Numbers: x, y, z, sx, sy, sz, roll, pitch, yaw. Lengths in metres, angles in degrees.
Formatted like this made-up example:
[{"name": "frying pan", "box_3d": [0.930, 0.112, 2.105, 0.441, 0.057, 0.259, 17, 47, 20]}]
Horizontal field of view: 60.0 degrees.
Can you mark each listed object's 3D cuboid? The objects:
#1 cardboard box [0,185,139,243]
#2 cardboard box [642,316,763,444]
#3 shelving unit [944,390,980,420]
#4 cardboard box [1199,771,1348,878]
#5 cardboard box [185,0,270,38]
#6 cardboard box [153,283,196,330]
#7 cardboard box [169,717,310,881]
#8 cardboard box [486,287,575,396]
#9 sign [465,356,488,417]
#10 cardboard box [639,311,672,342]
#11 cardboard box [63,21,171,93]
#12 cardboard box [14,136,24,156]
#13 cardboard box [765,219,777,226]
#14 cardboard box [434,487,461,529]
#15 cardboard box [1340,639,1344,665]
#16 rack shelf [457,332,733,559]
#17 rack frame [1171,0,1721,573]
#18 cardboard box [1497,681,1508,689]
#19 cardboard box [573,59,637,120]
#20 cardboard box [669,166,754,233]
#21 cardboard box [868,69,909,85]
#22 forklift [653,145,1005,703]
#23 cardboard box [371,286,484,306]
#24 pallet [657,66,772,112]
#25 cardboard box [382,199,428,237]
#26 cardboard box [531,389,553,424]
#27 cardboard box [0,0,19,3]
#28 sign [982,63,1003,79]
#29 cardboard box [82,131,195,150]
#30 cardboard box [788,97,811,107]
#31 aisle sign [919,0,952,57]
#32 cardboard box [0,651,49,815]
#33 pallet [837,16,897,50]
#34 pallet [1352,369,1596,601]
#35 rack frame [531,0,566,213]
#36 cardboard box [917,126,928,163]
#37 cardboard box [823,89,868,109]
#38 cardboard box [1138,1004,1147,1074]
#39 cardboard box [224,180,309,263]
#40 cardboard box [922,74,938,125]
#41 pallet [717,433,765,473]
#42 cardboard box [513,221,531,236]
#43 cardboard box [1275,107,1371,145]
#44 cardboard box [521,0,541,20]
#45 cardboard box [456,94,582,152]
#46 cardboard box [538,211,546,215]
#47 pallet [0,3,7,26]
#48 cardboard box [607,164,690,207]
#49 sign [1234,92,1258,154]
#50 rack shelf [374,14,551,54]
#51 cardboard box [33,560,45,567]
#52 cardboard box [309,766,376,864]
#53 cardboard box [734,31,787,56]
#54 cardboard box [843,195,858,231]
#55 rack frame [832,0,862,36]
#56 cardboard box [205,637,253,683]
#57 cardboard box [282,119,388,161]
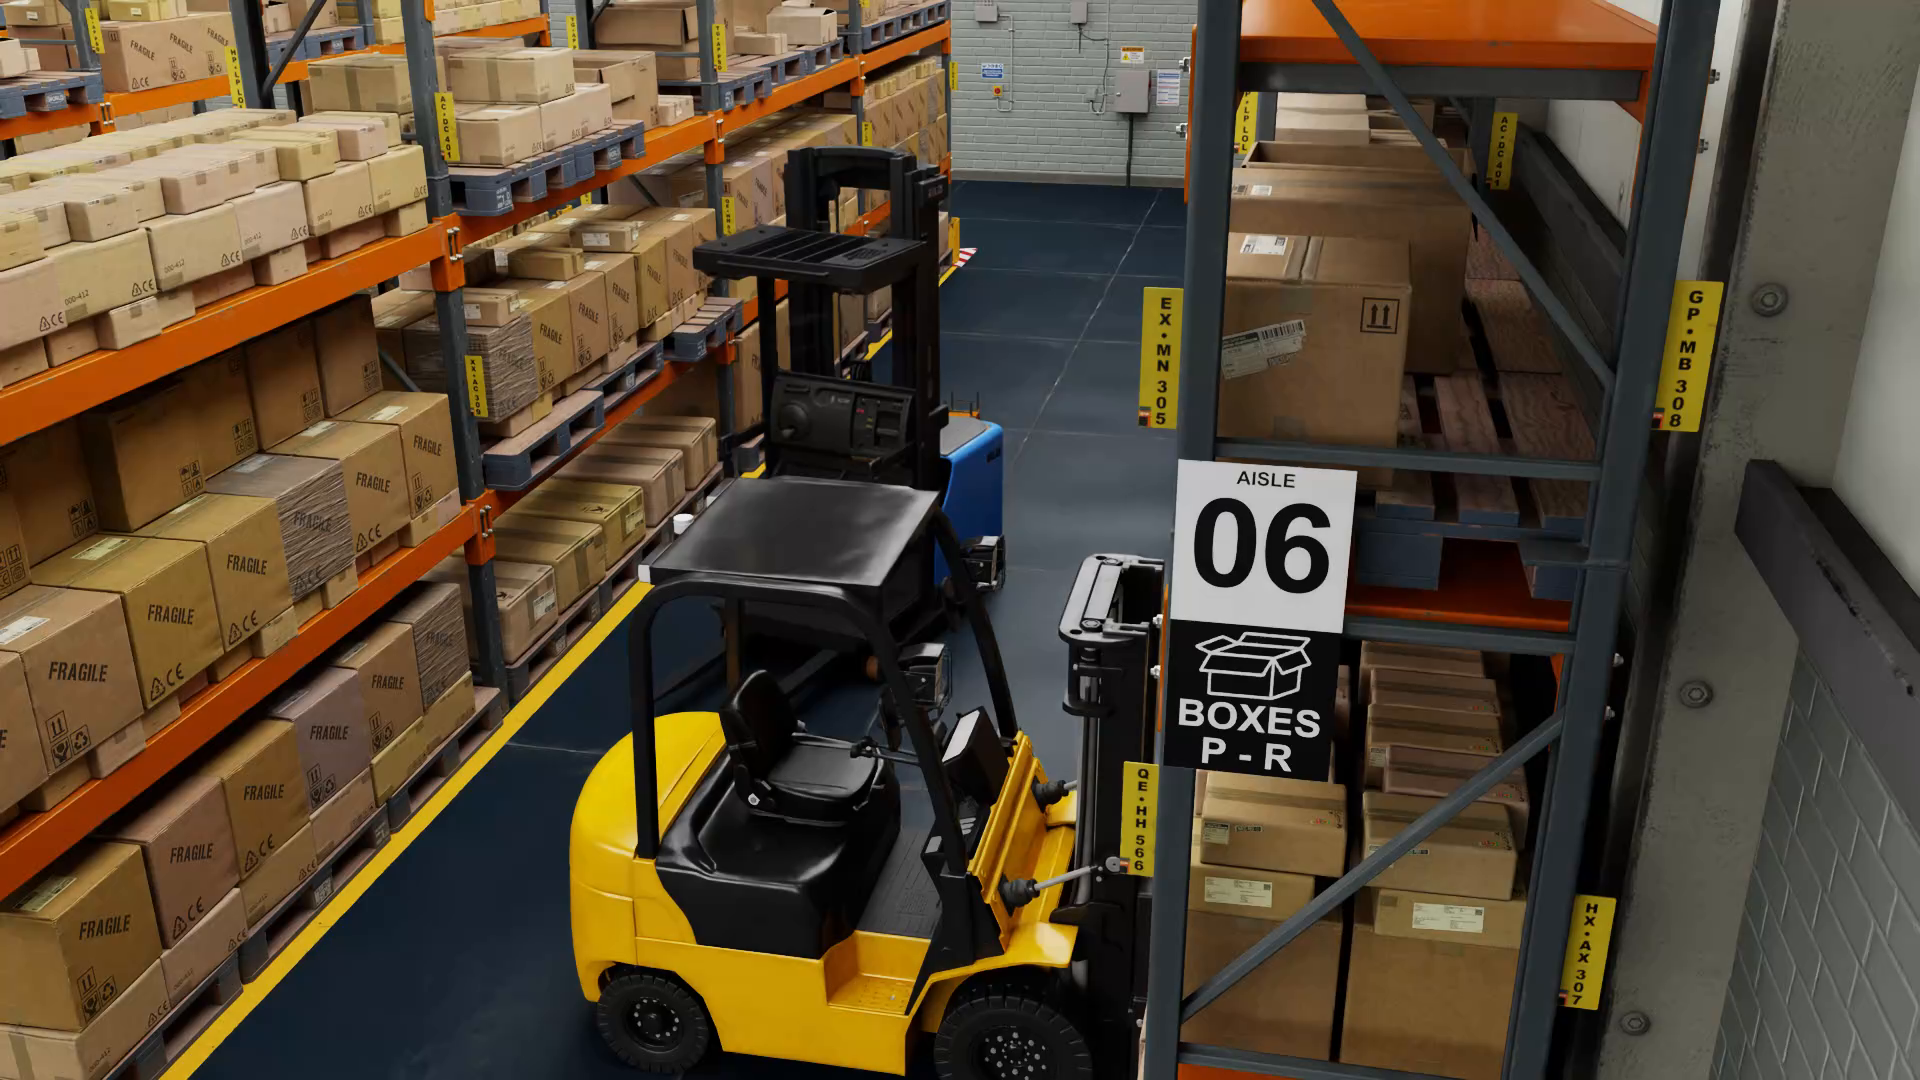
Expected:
[{"name": "cardboard box", "box_3d": [-3.239, -1.187, 6.039, 0.380, 0.149, 0.250, 5, 22, 12]}, {"name": "cardboard box", "box_3d": [-2.018, -1.355, 13.486, 0.875, 0.875, 0.875, 4, 22, 10]}, {"name": "shelving unit", "box_3d": [0.011, -0.507, 11.706, 0.215, 1.050, 0.252, 4, 22, 11]}, {"name": "cardboard box", "box_3d": [0.854, 0.770, 4.525, 0.380, 0.149, 0.250, 5, 22, 11]}, {"name": "cardboard box", "box_3d": [-6.734, -4.782, 14.998, 0.797, 0.503, 0.637, 4, 22, 10]}, {"name": "cardboard box", "box_3d": [-3.213, -0.918, 6.439, 0.380, 0.149, 0.250, 4, 22, 9]}, {"name": "cardboard box", "box_3d": [-3.220, 1.102, 7.218, 0.500, 0.500, 0.500, 5, 22, 12]}, {"name": "cardboard box", "box_3d": [-2.578, -1.149, 9.597, 0.500, 0.500, 0.500, 5, 22, 11]}, {"name": "sign", "box_3d": [-2.523, -0.800, 8.666, 0.100, 0.325, 0.005, 4, 22, 11]}, {"name": "cardboard box", "box_3d": [-2.170, -1.448, 11.208, 0.380, 0.149, 0.250, 5, 22, 12]}, {"name": "cardboard box", "box_3d": [-6.729, -3.867, 13.290, 0.500, 0.500, 0.500, 4, 22, 11]}, {"name": "cardboard box", "box_3d": [-10.773, -4.339, 18.414, 0.500, 0.250, 0.500, 4, 22, 10]}, {"name": "cardboard box", "box_3d": [-1.788, -2.418, 13.373, 0.500, 0.250, 0.500, 5, 22, 12]}, {"name": "cardboard box", "box_3d": [-2.823, -0.180, 8.621, 0.380, 0.149, 0.250, 4, 22, 10]}, {"name": "cardboard box", "box_3d": [1.777, 0.447, 6.594, 0.500, 0.500, 0.500, 4, 22, 9]}, {"name": "rack shelf", "box_3d": [-2.648, -0.835, 10.874, 1.077, 0.370, 4.000, 4, 22, 11]}, {"name": "rack frame", "box_3d": [0.988, -1.380, 3.235, 1.000, 3.000, 0.127, 4, 22, 11]}, {"name": "cardboard box", "box_3d": [1.643, 0.486, 5.629, 0.380, 0.149, 0.250, 5, 23, 13]}, {"name": "cardboard box", "box_3d": [-2.523, -2.779, 10.586, 0.797, 0.503, 0.637, 4, 22, 11]}, {"name": "cardboard box", "box_3d": [-1.900, -2.572, 12.752, 0.500, 0.500, 0.500, 4, 22, 9]}, {"name": "cardboard box", "box_3d": [-0.763, -4.925, 17.726, 0.380, 0.149, 0.250, 5, 23, 13]}, {"name": "forklift", "box_3d": [-0.806, -0.714, 9.704, 1.130, 2.935, 3.031, 10, 24, 24]}, {"name": "cardboard box", "box_3d": [-3.087, -1.184, 9.684, 0.500, 0.500, 0.500, 5, 22, 11]}, {"name": "pallet", "box_3d": [-2.161, -3.443, 12.626, 1.213, 0.211, 1.003, 6, 23, 13]}, {"name": "cardboard box", "box_3d": [-2.822, -1.573, 8.066, 0.380, 0.149, 0.250, 5, 22, 11]}, {"name": "cardboard box", "box_3d": [-2.575, -0.784, 9.559, 0.380, 0.149, 0.250, 5, 22, 12]}, {"name": "cardboard box", "box_3d": [-10.910, -6.284, 18.598, 0.700, 0.500, 0.500, 6, 23, 14]}, {"name": "sign", "box_3d": [0.485, -7.041, 24.960, 0.327, 0.218, 0.001, 4, 22, 11]}, {"name": "cardboard box", "box_3d": [-3.607, -1.704, 7.324, 0.380, 0.149, 0.250, 4, 22, 11]}, {"name": "cardboard box", "box_3d": [-1.673, -4.311, 16.202, 0.380, 0.149, 0.250, 4, 22, 10]}, {"name": "aisle sign", "box_3d": [-0.289, -6.034, 19.342, 0.394, 0.787, 0.004, 4, 22, 11]}, {"name": "cardboard box", "box_3d": [-3.504, 0.689, 5.595, 0.500, 0.500, 0.500, 4, 22, 10]}, {"name": "pallet", "box_3d": [-1.247, -5.012, 16.386, 1.003, 0.211, 1.213, 4, 22, 11]}, {"name": "pallet", "box_3d": [1.157, -0.204, 4.449, 1.003, 0.211, 1.213, 4, 22, 11]}, {"name": "rack frame", "box_3d": [-5.474, -5.166, 20.666, 1.000, 3.000, 0.127, 4, 22, 11]}, {"name": "cardboard box", "box_3d": [-0.659, -4.304, 18.392, 0.500, 0.500, 0.500, 5, 22, 12]}, {"name": "cardboard box", "box_3d": [-1.105, -4.270, 16.099, 0.380, 0.149, 0.250, 4, 22, 10]}, {"name": "cardboard box", "box_3d": [0.875, 1.640, 5.546, 0.500, 0.250, 0.500, 5, 22, 12]}, {"name": "cardboard box", "box_3d": [-3.103, -1.345, 6.965, 0.500, 0.250, 0.500, 4, 22, 10]}, {"name": "cardboard box", "box_3d": [-0.551, -4.948, 18.652, 0.500, 0.500, 0.500, 5, 22, 11]}, {"name": "pallet", "box_3d": [-2.005, -0.889, 13.779, 1.003, 0.211, 1.213, 4, 22, 11]}, {"name": "cardboard box", "box_3d": [-5.407, -3.772, 20.059, 0.380, 0.149, 0.250, 4, 22, 9]}, {"name": "cardboard box", "box_3d": [1.713, -1.935, 8.050, 0.500, 0.311, 0.500, 4, 22, 9]}, {"name": "cardboard box", "box_3d": [-5.308, -6.301, 19.670, 0.500, 0.250, 0.500, 4, 22, 10]}, {"name": "cardboard box", "box_3d": [-2.442, -2.322, 9.228, 0.500, 0.250, 0.500, 4, 22, 10]}, {"name": "cardboard box", "box_3d": [-5.334, -4.102, 20.480, 0.380, 0.149, 0.250, 5, 22, 12]}, {"name": "pallet", "box_3d": [-10.948, -5.767, 18.261, 1.003, 0.211, 1.213, 4, 22, 11]}, {"name": "cardboard box", "box_3d": [-2.391, -2.619, 12.870, 0.500, 0.500, 0.500, 4, 22, 9]}, {"name": "sign", "box_3d": [1.271, -1.875, 7.366, 0.100, 0.325, 0.005, 4, 22, 11]}, {"name": "rack shelf", "box_3d": [-5.882, -5.492, 18.424, 1.077, 0.370, 4.000, 4, 22, 11]}, {"name": "cardboard box", "box_3d": [-3.819, 0.256, 6.670, 0.500, 0.500, 0.500, 4, 22, 11]}, {"name": "cardboard box", "box_3d": [-3.121, 1.261, 7.825, 0.500, 0.250, 0.500, 5, 22, 12]}, {"name": "cardboard box", "box_3d": [-1.663, -4.138, 13.848, 0.380, 0.166, 0.250, 6, 23, 15]}, {"name": "cardboard box", "box_3d": [-1.269, -3.110, 15.761, 0.500, 0.250, 0.500, 4, 22, 10]}, {"name": "rack frame", "box_3d": [-1.424, -6.146, 15.068, 1.000, 3.000, 0.127, 4, 22, 11]}, {"name": "cardboard box", "box_3d": [-3.235, 0.468, 7.013, 0.380, 0.149, 0.250, 4, 22, 9]}, {"name": "cardboard box", "box_3d": [-2.885, -1.848, 7.682, 0.380, 0.149, 0.250, 4, 22, 10]}]
